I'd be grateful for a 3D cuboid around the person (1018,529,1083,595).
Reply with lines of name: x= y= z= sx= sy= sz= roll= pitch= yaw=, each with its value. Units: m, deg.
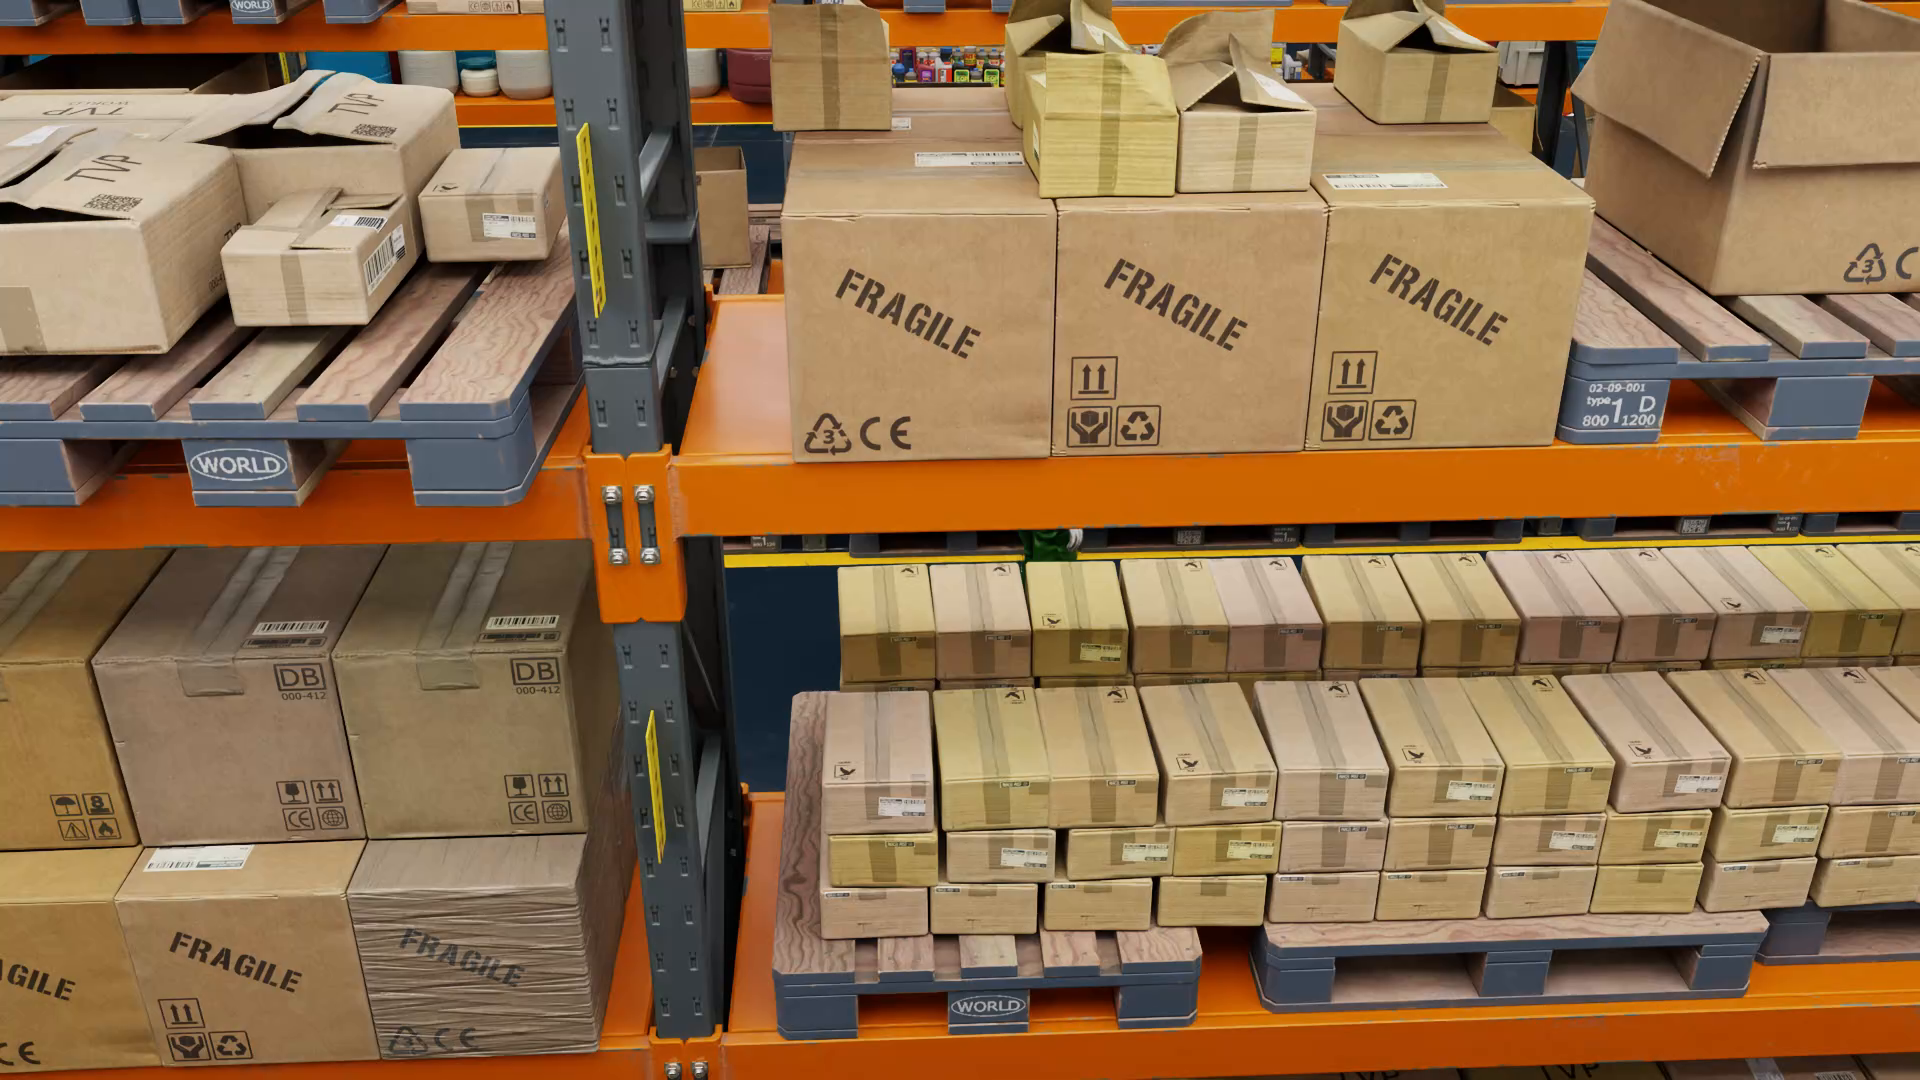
person: x=0.463 y=-0.224 z=7.513 sx=0.654 sy=1.778 sz=0.542 roll=-19 pitch=33 yaw=-32
